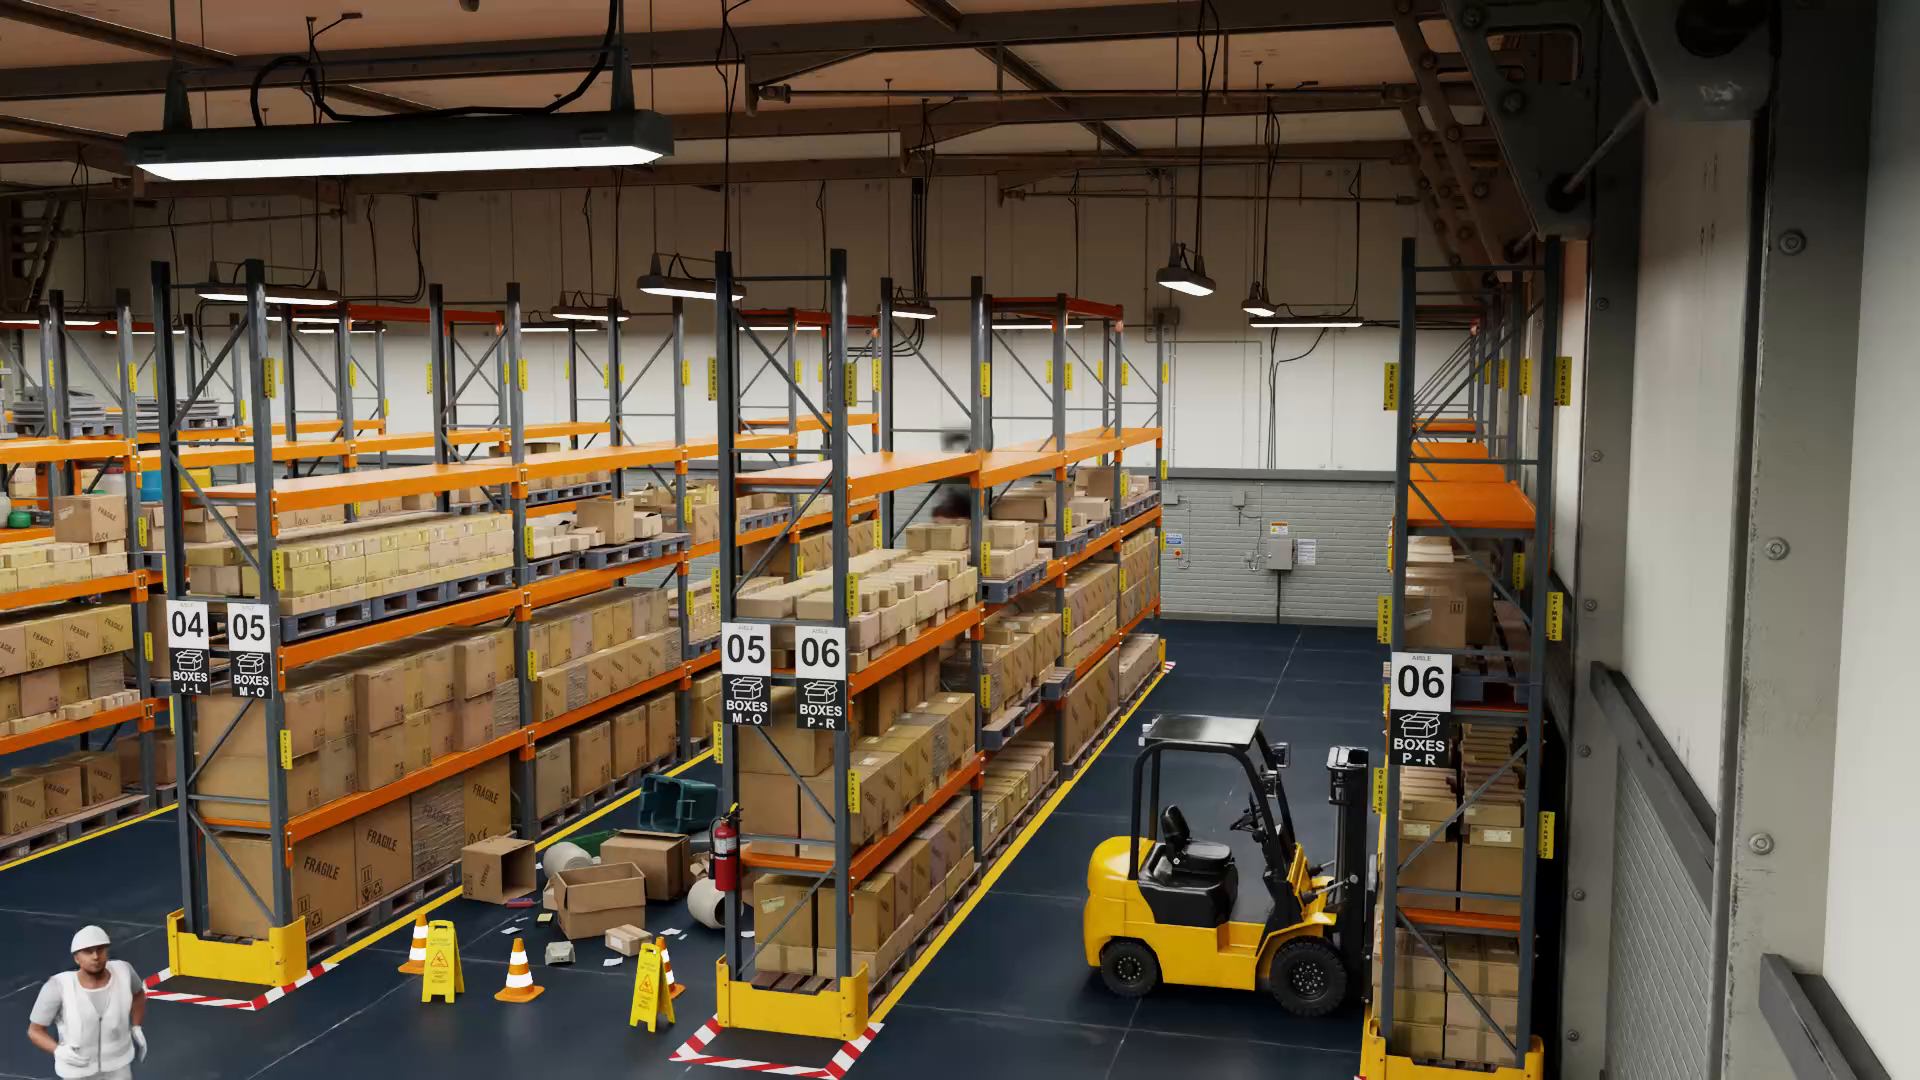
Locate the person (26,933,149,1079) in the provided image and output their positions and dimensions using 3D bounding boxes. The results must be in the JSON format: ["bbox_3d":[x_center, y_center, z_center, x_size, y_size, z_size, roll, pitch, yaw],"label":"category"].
[{"bbox_3d":[-5.245,3.237,10.066,0.684,1.763,0.824,-5,8,-38],"label":"person"}]
